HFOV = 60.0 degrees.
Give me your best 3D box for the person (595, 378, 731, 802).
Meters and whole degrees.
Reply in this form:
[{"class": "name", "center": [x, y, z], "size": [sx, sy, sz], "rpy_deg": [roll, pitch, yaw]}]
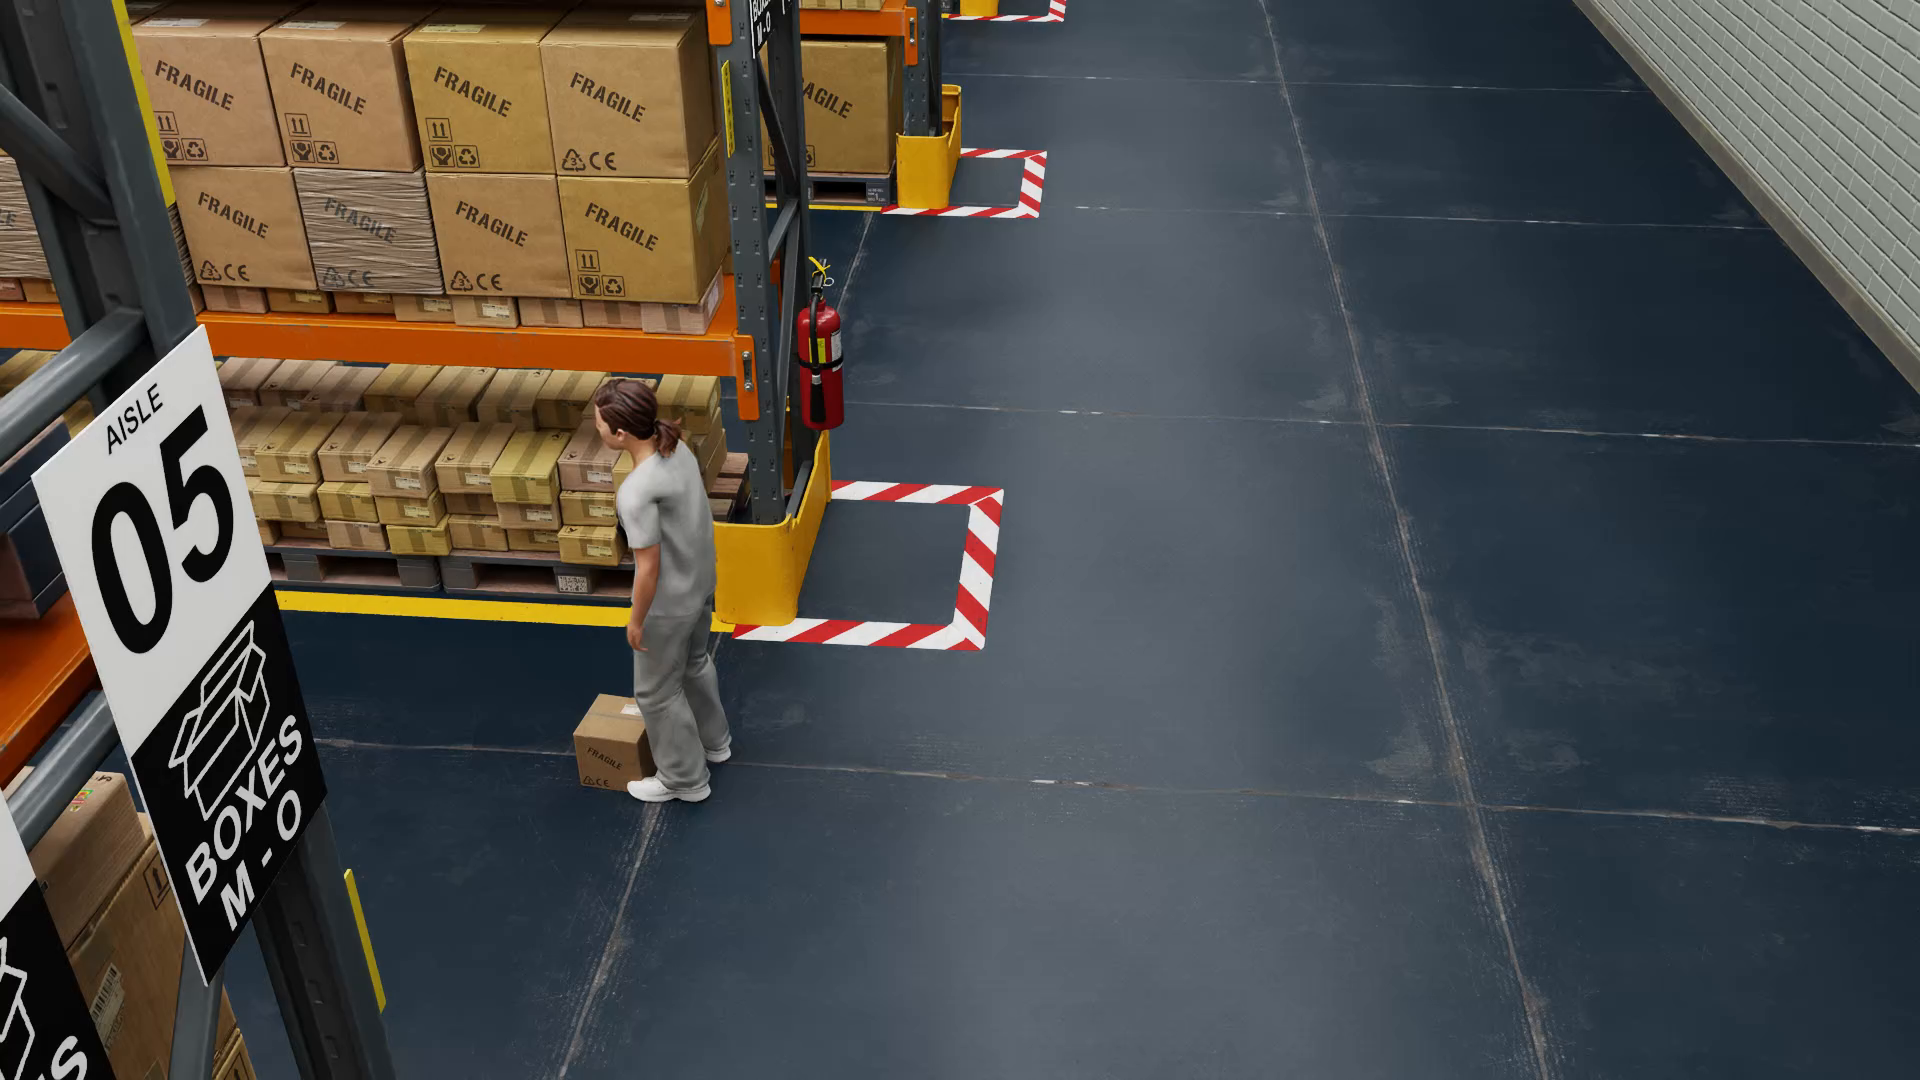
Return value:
[{"class": "person", "center": [-1.034, 0.188, 5.838], "size": [0.358, 1.673, 0.492], "rpy_deg": [7, 33, 11]}]
